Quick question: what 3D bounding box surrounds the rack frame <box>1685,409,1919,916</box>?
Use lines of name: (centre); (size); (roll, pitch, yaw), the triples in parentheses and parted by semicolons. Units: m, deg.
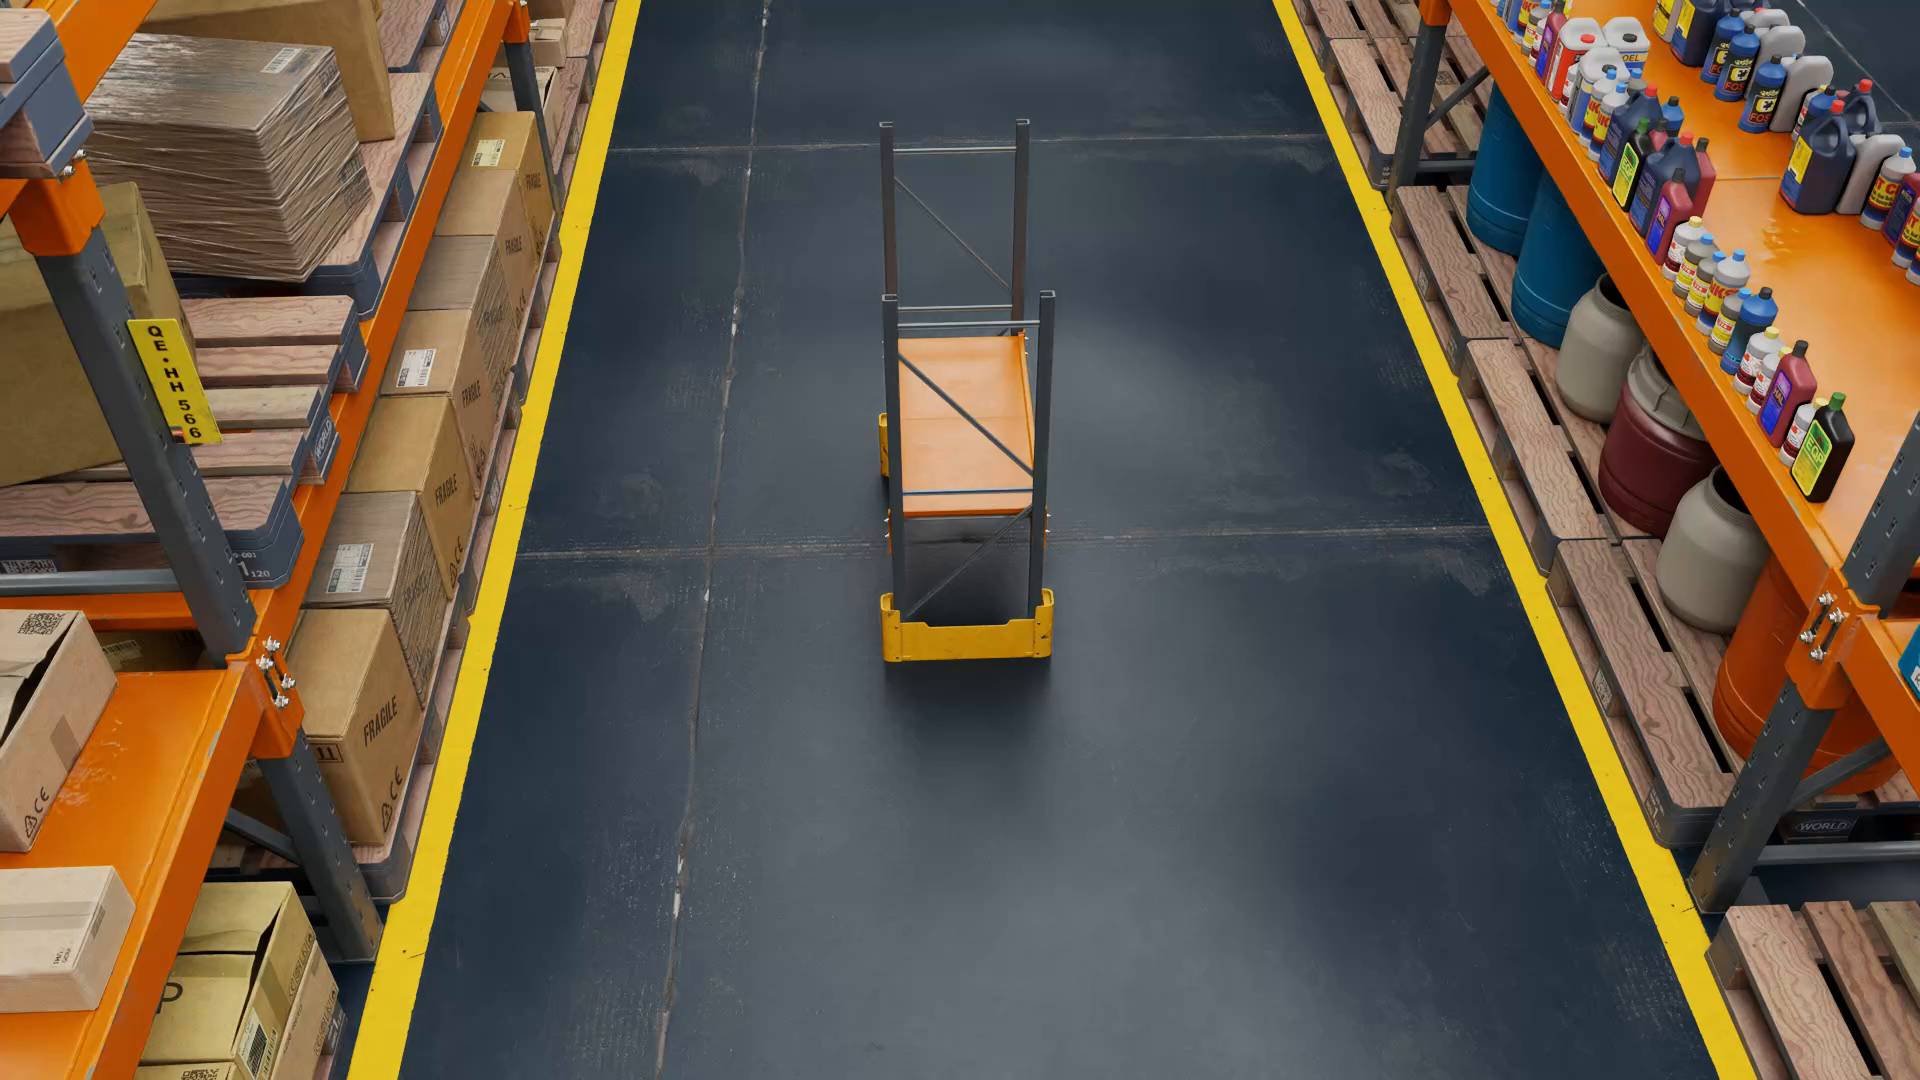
rack frame: (2.728, -0.028, 4.061); (1.000, 3.000, 0.127); (-2, 43, -2)

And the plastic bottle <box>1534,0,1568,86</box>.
plastic bottle: (2.185, -1.826, 6.109); (0.061, 0.283, 0.133); (-2, 43, -2)

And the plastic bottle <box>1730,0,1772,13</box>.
plastic bottle: (2.932, -1.974, 6.221); (0.144, 0.351, 0.185); (-2, 43, -2)

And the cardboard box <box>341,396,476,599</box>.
cardboard box: (-1.999, -0.137, 5.704); (0.500, 0.500, 0.500); (-2, 43, -2)

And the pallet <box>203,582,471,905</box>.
pallet: (-2.215, 0.634, 5.402); (1.003, 0.211, 1.213); (-2, 43, -2)

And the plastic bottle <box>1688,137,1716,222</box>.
plastic bottle: (2.372, -1.146, 5.367); (0.061, 0.283, 0.133); (-2, 43, -2)

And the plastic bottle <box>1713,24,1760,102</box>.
plastic bottle: (2.816, -1.730, 6.013); (0.097, 0.271, 0.097); (0, 43, 0)

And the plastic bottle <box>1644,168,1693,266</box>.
plastic bottle: (2.236, -1.017, 5.226); (0.061, 0.283, 0.133); (-2, 43, -2)

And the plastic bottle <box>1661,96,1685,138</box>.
plastic bottle: (2.376, -1.370, 5.619); (0.097, 0.271, 0.097); (0, 43, 0)

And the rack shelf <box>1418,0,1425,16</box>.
rack shelf: (2.473, -3.813, 8.723); (1.077, 0.370, 4.000); (-2, 43, -2)

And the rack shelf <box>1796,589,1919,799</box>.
rack shelf: (2.813, 1.587, 2.831); (1.077, 0.370, 4.000); (-2, 43, -2)

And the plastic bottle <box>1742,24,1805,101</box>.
plastic bottle: (2.940, -1.748, 6.029); (0.152, 0.276, 0.135); (-2, 43, -2)

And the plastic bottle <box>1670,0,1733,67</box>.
plastic bottle: (2.788, -1.970, 6.216); (0.144, 0.351, 0.185); (-2, 43, -2)

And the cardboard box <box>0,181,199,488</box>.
cardboard box: (-2.361, -0.502, 4.193); (0.700, 0.500, 0.500); (-15, 45, -16)

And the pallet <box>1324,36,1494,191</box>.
pallet: (2.488, -2.196, 8.489); (1.003, 0.211, 1.213); (-2, 43, -2)

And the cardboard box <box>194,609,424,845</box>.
cardboard box: (-1.955, 0.555, 4.949); (0.500, 0.500, 0.500); (0, 43, 0)

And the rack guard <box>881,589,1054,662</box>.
rack guard: (0.024, 0.296, 5.743); (0.587, 0.250, 0.087); (-2, 43, -2)

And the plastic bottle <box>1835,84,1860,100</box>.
plastic bottle: (3.005, -1.439, 5.687); (0.061, 0.283, 0.133); (-2, 43, -2)

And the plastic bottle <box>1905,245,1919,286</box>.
plastic bottle: (3.020, -0.919, 5.128); (0.097, 0.271, 0.097); (0, 43, 0)

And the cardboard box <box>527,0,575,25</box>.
cardboard box: (-2.476, -3.099, 8.933); (0.797, 0.503, 0.637); (-2, 43, -2)

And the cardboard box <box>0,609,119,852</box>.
cardboard box: (-2.250, 0.391, 3.669); (0.500, 0.311, 0.500); (1, 43, 1)

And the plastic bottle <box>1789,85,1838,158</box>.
plastic bottle: (2.927, -1.420, 5.675); (0.097, 0.271, 0.097); (0, 43, 0)

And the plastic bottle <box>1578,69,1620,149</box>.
plastic bottle: (2.224, -1.497, 5.758); (0.097, 0.271, 0.097); (0, 43, 0)

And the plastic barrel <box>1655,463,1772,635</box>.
plastic barrel: (2.577, 0.026, 5.532); (0.421, 0.512, 0.421); (0, 43, 0)

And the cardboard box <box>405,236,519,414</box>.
cardboard box: (-2.051, -0.832, 6.462); (0.500, 0.500, 0.500); (-1, 43, -1)

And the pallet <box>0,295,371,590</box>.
pallet: (-2.320, -0.273, 4.470); (1.213, 0.211, 1.003); (-2, 43, -2)

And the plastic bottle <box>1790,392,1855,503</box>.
plastic bottle: (2.284, -0.246, 4.385); (0.061, 0.283, 0.133); (-2, 43, -2)

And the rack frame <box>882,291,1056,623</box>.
rack frame: (0.025, -0.152, 5.306); (0.500, 1.500, 0.032); (-2, 43, -2)

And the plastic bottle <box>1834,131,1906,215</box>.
plastic bottle: (2.973, -1.220, 5.453); (0.152, 0.276, 0.135); (-2, 43, -2)

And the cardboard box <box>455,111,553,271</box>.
cardboard box: (-2.084, -1.505, 7.196); (0.500, 0.500, 0.500); (-2, 43, -2)

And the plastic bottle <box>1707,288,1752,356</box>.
plastic bottle: (2.275, -0.647, 4.883); (0.097, 0.201, 0.097); (0, 43, 0)

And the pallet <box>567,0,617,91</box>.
pallet: (-2.474, -2.850, 9.203); (1.003, 0.211, 1.213); (-2, 43, -2)

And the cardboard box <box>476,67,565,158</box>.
cardboard box: (-2.193, -2.049, 7.930); (0.500, 0.311, 0.500); (-2, 43, -2)

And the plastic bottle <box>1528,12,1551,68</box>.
plastic bottle: (2.198, -1.874, 6.222); (0.097, 0.201, 0.097); (0, 43, 0)

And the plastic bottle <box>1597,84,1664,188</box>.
plastic bottle: (2.257, -1.366, 5.557); (0.144, 0.351, 0.185); (-2, 43, -2)

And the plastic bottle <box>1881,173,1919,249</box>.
plastic bottle: (3.029, -1.068, 5.281); (0.061, 0.283, 0.133); (-2, 43, -2)

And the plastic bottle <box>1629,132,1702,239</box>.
plastic bottle: (2.271, -1.151, 5.322); (0.144, 0.351, 0.185); (-2, 43, -2)

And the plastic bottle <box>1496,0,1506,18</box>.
plastic bottle: (2.180, -2.188, 6.512); (0.097, 0.271, 0.097); (0, 43, 0)

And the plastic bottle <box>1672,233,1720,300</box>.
plastic bottle: (2.263, -0.844, 5.098); (0.097, 0.201, 0.097); (0, 43, 0)

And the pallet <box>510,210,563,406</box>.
pallet: (-2.319, -1.013, 7.199); (1.003, 0.211, 1.213); (-2, 43, -2)

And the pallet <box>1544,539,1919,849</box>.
pallet: (2.653, 0.469, 5.582); (1.003, 0.211, 1.213); (-2, 43, -2)

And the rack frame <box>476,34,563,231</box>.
rack frame: (-2.391, -2.589, 6.854); (1.000, 3.000, 0.127); (-2, 43, -2)

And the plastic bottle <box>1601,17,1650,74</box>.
plastic bottle: (2.388, -1.739, 6.019); (0.152, 0.276, 0.135); (-2, 43, -2)

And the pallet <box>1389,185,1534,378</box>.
pallet: (2.549, -1.178, 7.379); (1.003, 0.211, 1.213); (-2, 43, -2)

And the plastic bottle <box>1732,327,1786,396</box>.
plastic bottle: (2.284, -0.516, 4.740); (0.097, 0.201, 0.097); (0, 43, 0)

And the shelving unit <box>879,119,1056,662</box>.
shelving unit: (0.003, -0.501, 5.687); (0.587, 1.500, 1.083); (-2, 43, -2)

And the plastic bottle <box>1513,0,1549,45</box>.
plastic bottle: (2.190, -2.031, 6.342); (0.097, 0.271, 0.097); (0, 43, 0)

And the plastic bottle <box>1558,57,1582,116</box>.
plastic bottle: (2.214, -1.628, 5.953); (0.097, 0.201, 0.097); (0, 43, 0)

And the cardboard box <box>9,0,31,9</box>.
cardboard box: (-2.274, -1.325, 3.181); (0.910, 0.500, 0.500); (-2, 43, -2)

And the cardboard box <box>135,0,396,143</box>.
cardboard box: (-2.255, -1.590, 5.379); (0.700, 0.500, 0.500); (-12, 44, -13)

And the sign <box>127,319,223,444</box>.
sign: (-1.667, -0.333, 3.537); (0.100, 0.325, 0.005); (-2, 43, -2)

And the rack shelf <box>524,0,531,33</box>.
rack shelf: (-2.476, -3.674, 8.571); (1.077, 0.370, 4.000); (-2, 43, -2)

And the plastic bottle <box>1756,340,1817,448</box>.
plastic bottle: (2.274, -0.402, 4.555); (0.061, 0.283, 0.133); (-2, 43, -2)

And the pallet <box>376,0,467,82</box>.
pallet: (-2.466, -1.975, 6.327); (1.003, 0.211, 1.213); (-2, 43, -2)

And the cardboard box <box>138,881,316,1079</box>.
cardboard box: (-1.953, 1.110, 4.128); (0.500, 0.311, 0.500); (-1, 43, -1)

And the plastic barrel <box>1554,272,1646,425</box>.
plastic barrel: (2.529, -0.737, 6.364); (0.421, 0.512, 0.421); (0, 43, 0)

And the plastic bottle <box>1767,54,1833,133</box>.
plastic bottle: (2.950, -1.591, 5.858); (0.152, 0.276, 0.135); (-2, 43, -2)

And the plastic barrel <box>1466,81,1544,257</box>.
plastic barrel: (2.564, -1.742, 7.173); (0.600, 0.901, 0.708); (-2, 43, -2)

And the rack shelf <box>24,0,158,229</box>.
rack shelf: (-2.306, -2.079, 4.611); (1.077, 0.370, 4.000); (-2, 43, -2)
